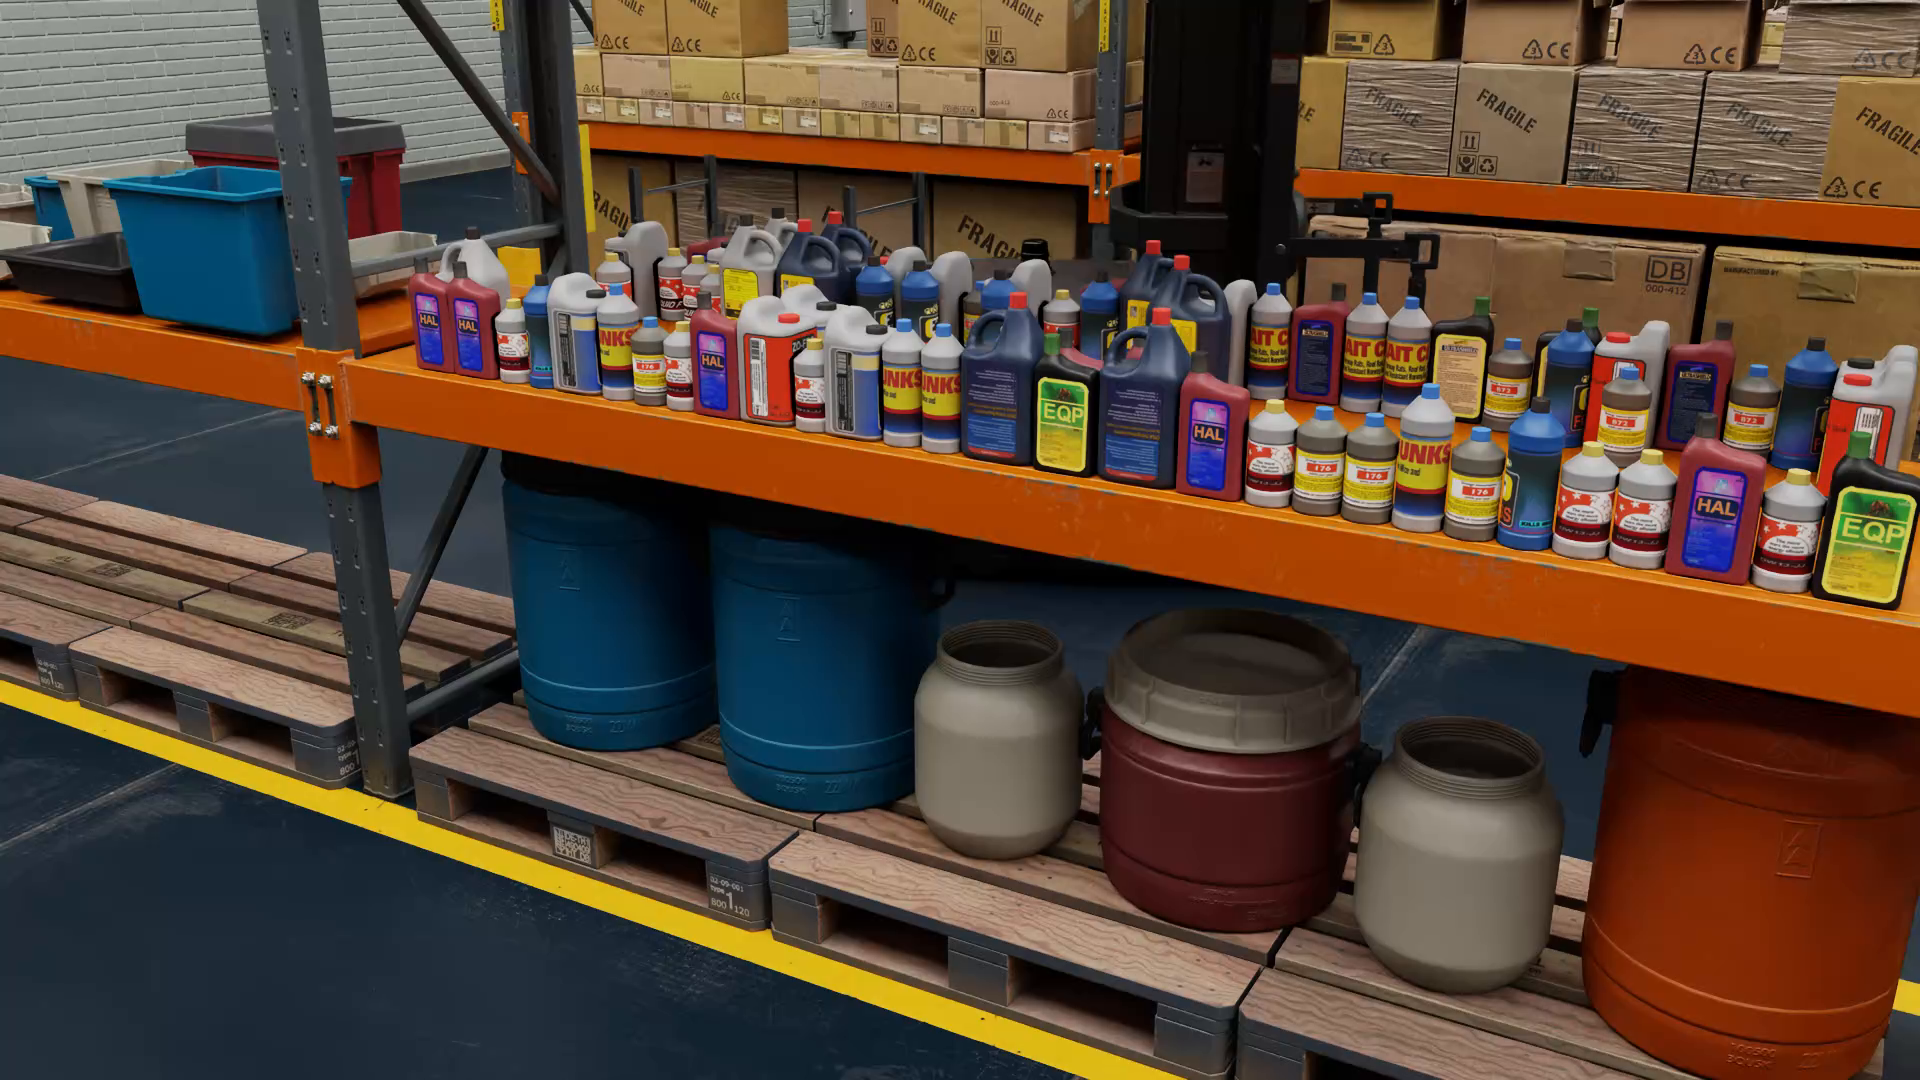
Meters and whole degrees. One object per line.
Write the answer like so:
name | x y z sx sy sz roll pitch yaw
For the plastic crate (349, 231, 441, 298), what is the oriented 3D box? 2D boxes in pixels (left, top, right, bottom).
plastic crate | -1.773 -0.837 5.074 0.243 0.136 0.396 11 23 27

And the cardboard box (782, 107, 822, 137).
cardboard box | -0.791 -2.379 9.393 0.250 0.149 0.380 11 23 28

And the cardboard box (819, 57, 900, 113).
cardboard box | -0.433 -2.523 9.204 0.500 0.250 0.500 11 23 28

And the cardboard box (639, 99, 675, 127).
cardboard box | -1.688 -2.550 9.864 0.250 0.149 0.380 10 22 26

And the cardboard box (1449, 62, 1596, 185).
cardboard box | 2.588 -1.933 7.648 0.500 0.500 0.500 11 23 28

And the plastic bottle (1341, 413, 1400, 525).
plastic bottle | 0.776 -0.139 3.140 0.097 0.201 0.097 0 20 0

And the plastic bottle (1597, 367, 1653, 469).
plastic bottle | 1.387 -0.260 3.473 0.097 0.201 0.097 0 20 0

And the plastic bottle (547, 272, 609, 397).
plastic bottle | -0.899 -0.504 4.037 0.135 0.276 0.152 11 23 27

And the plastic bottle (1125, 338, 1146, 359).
plastic bottle | 0.405 -0.297 3.457 0.133 0.283 0.061 11 23 27

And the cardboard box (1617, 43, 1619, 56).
cardboard box | 4.748 -3.409 11.616 0.250 0.149 0.380 10 22 26

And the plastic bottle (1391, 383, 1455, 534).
plastic bottle | 0.861 -0.156 3.084 0.097 0.271 0.097 0 20 0

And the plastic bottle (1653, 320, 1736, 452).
plastic bottle | 1.571 -0.330 3.546 0.133 0.283 0.061 11 23 27

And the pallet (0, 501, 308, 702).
pallet | -3.167 0.184 6.047 1.213 0.211 1.003 11 23 27

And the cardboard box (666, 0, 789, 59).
cardboard box | -1.334 -3.047 9.550 0.500 0.500 0.500 10 22 26

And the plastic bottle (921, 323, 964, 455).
plastic bottle | -0.035 -0.326 3.554 0.097 0.271 0.097 0 20 0

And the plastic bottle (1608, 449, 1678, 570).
plastic bottle | 1.201 -0.058 2.917 0.097 0.201 0.097 0 20 0

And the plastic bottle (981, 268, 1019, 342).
plastic bottle | 0.100 -0.538 4.137 0.097 0.271 0.097 0 20 0

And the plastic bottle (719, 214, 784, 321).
plastic bottle | -0.545 -0.692 4.445 0.185 0.351 0.144 11 23 27

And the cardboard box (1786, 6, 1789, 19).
cardboard box | 5.645 -3.516 11.038 0.250 0.149 0.380 12 23 29

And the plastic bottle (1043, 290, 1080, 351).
plastic bottle | 0.259 -0.534 4.229 0.097 0.201 0.097 0 20 0

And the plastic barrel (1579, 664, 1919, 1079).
plastic barrel | 1.620 0.598 3.383 0.708 0.830 0.600 11 23 27

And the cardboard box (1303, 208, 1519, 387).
cardboard box | 2.328 -1.238 8.378 0.875 0.875 1.225 10 22 25

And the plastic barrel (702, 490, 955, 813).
plastic barrel | -0.352 0.189 4.406 0.708 0.901 0.600 11 23 27

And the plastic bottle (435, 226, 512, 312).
plastic bottle | -1.252 -0.628 4.271 0.185 0.351 0.144 11 23 27

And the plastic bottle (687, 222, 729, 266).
plastic bottle | -0.711 -0.764 4.744 0.133 0.283 0.061 11 23 27

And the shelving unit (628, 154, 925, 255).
shelving unit | -0.720 -0.721 6.653 1.083 1.500 0.587 12 23 29

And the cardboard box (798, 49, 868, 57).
cardboard box | -0.617 -2.766 9.876 0.500 0.250 0.500 11 23 27

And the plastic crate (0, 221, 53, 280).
plastic crate | -3.103 -0.918 5.295 0.466 0.136 0.293 11 23 27

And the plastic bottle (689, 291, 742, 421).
plastic bottle | -0.549 -0.423 3.803 0.133 0.283 0.061 11 23 27

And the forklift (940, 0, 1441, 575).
forklift | 1.405 -1.358 6.310 3.031 2.935 1.130 2 20 4

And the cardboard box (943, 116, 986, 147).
cardboard box | 0.104 -2.208 8.922 0.250 0.149 0.380 10 22 26

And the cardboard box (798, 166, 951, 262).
cardboard box | -0.344 -1.770 9.845 0.875 0.875 0.875 11 23 27

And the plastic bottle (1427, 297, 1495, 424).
plastic bottle | 1.135 -0.413 3.775 0.133 0.283 0.061 11 23 27

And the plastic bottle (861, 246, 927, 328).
plastic bottle | -0.176 -0.641 4.415 0.135 0.276 0.152 11 23 27

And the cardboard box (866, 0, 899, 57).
cardboard box | -0.197 -3.035 9.516 0.500 0.500 0.500 10 22 26

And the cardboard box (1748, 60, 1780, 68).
cardboard box | 3.728 -1.916 7.603 0.500 0.500 0.500 10 22 26

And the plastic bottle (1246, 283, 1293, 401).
plastic bottle | 0.739 -0.475 3.965 0.097 0.271 0.097 0 20 0

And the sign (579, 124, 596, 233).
sign | -1.167 -1.107 5.112 0.005 0.325 0.100 11 23 27

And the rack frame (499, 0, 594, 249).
rack frame | -2.513 -2.953 10.607 0.127 3.000 1.000 11 23 27

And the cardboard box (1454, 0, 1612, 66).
cardboard box | 2.684 -2.486 7.703 0.637 0.503 0.797 12 23 29

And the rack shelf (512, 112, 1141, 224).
rack shelf | -0.767 -2.282 9.813 4.000 0.370 1.077 11 23 27

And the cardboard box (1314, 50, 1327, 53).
cardboard box | 1.949 -2.254 8.533 0.500 0.500 0.500 12 23 29

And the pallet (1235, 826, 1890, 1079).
pallet | 1.347 1.044 3.677 1.213 0.211 1.003 11 23 27

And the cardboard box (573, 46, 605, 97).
cardboard box | -2.226 -2.862 10.140 0.500 0.250 0.500 10 22 26

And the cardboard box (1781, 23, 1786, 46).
cardboard box | 5.642 -3.377 11.091 0.250 0.149 0.380 11 23 27

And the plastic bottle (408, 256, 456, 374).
plastic bottle | -1.325 -0.570 4.210 0.133 0.283 0.061 11 23 27
